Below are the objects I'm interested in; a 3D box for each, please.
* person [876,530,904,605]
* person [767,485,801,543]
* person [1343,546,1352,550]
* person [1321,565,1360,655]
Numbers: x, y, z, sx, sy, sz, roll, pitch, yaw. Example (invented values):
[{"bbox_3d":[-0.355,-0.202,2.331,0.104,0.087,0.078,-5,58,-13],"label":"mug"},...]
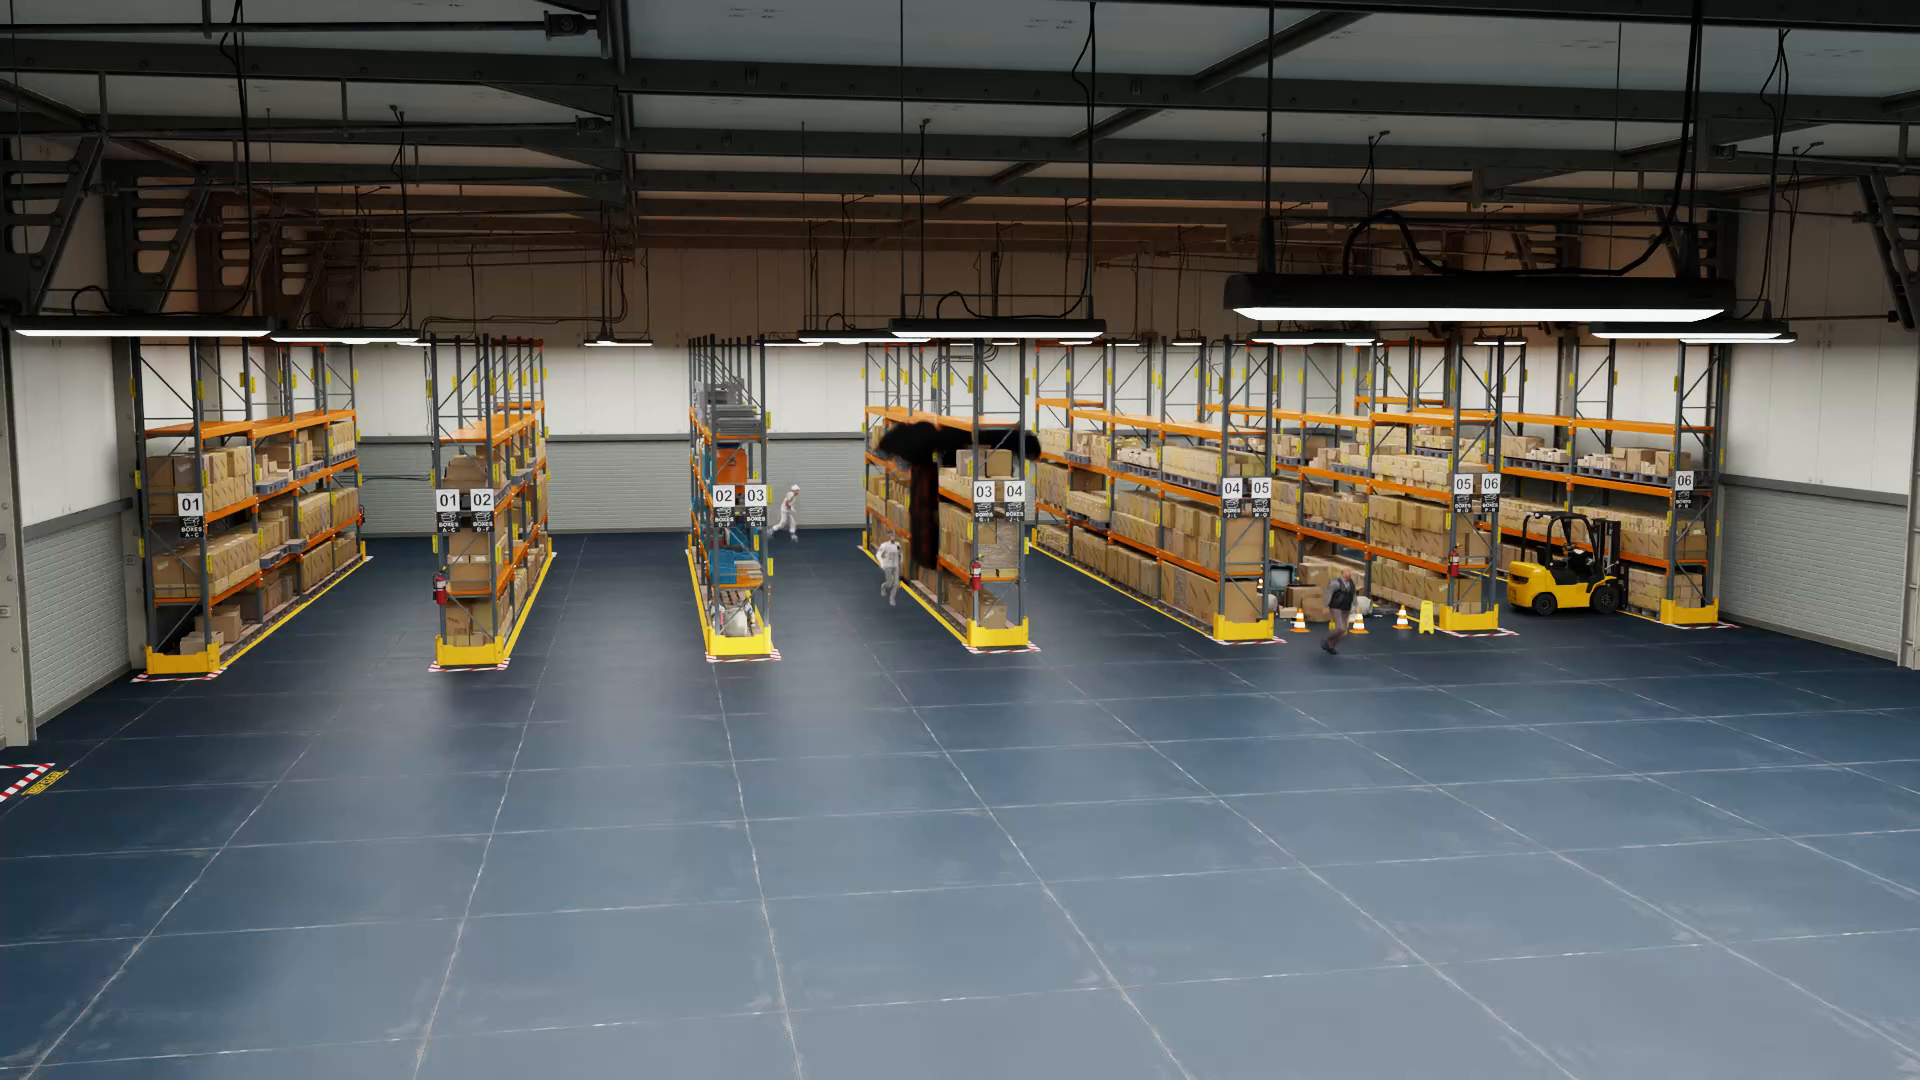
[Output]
[{"bbox_3d":[-1.520,0.578,36.318,0.631,1.646,0.584,-3,7,-23],"label":"person"},{"bbox_3d":[-5.253,-0.767,49.406,1.045,1.732,0.691,-1,7,-11],"label":"person"},{"bbox_3d":[10.749,-0.486,47.139,0.573,1.640,0.941,-5,8,-35],"label":"person"},{"bbox_3d":[7.146,1.316,31.224,0.645,1.700,0.566,-5,8,-36],"label":"person"}]
